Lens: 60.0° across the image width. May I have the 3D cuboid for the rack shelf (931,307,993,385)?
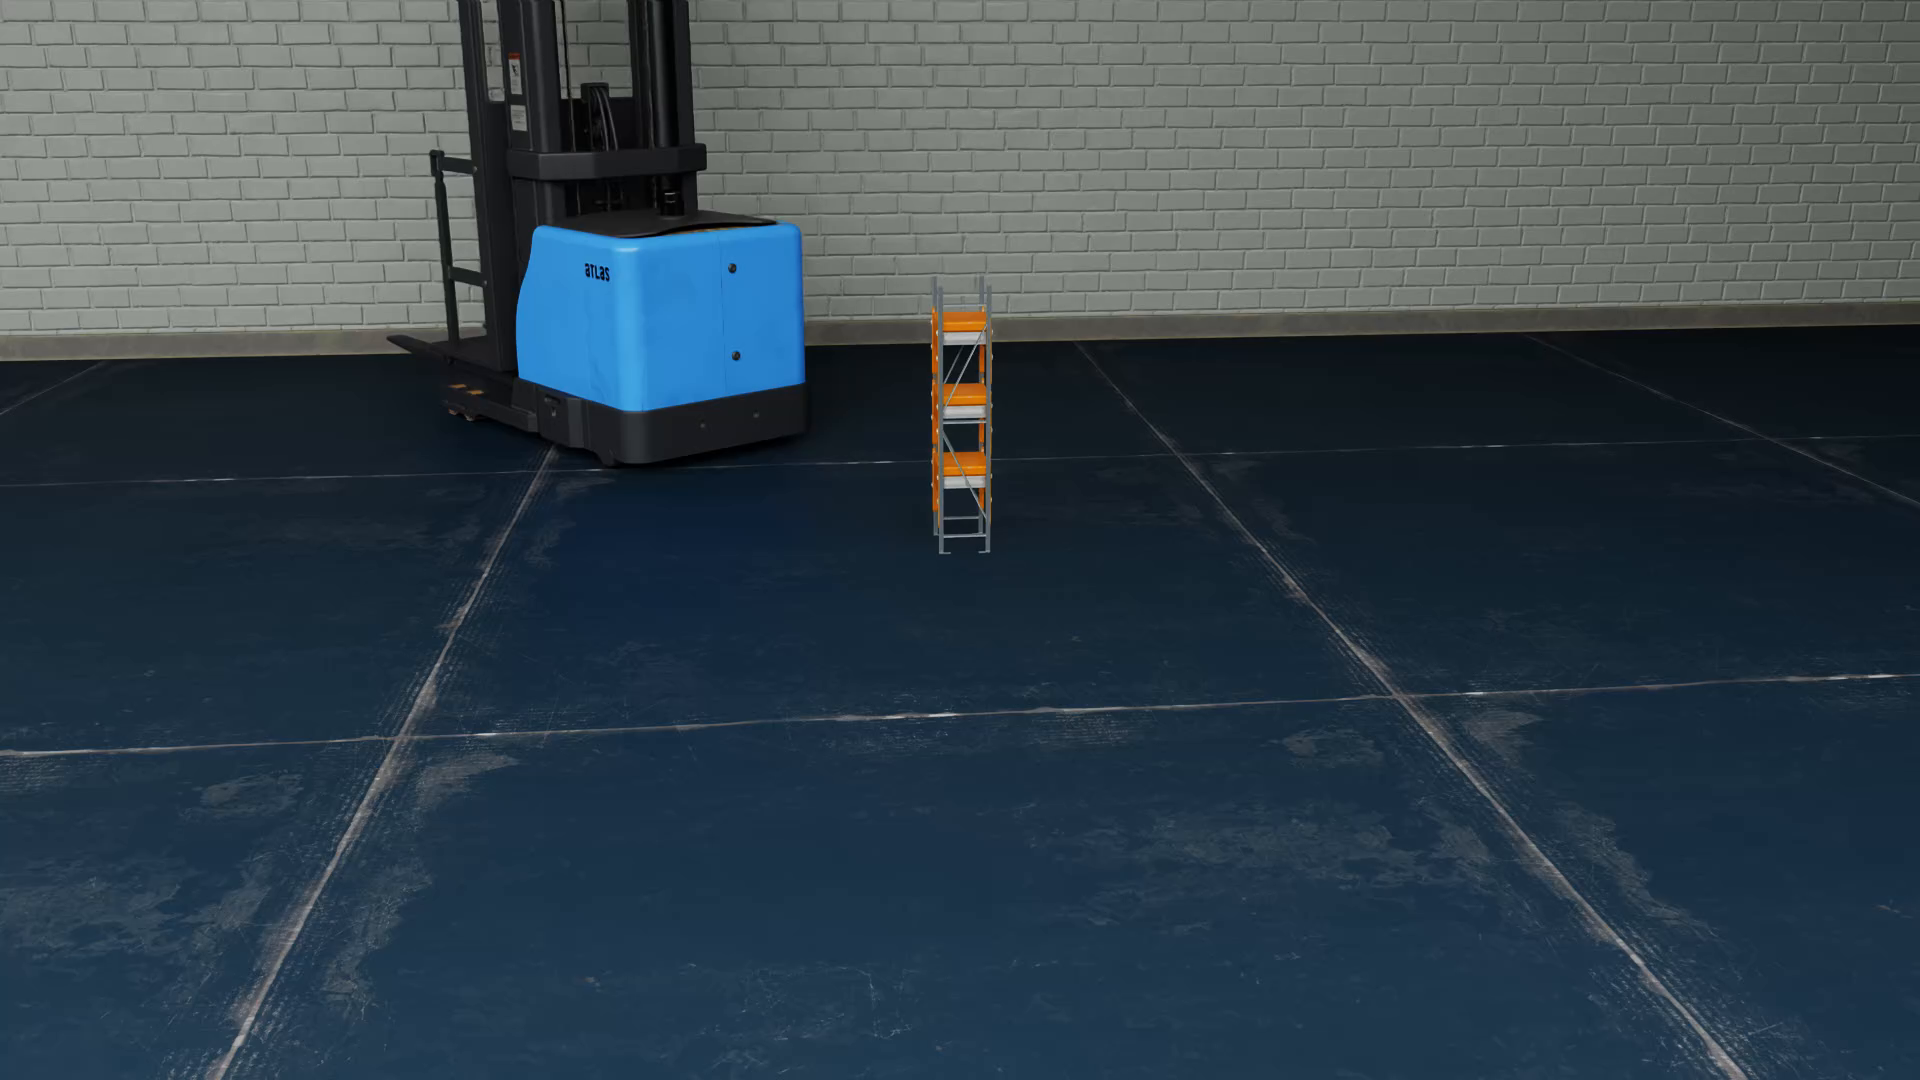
[{"bbox_3d":[0.005,-0.746,6.387,0.215,0.259,0.240,-2,18,-6],"label":"rack shelf"}]

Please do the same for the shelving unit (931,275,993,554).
[{"bbox_3d":[0.006,-0.485,6.469,0.215,1.050,0.252,-2,18,-6],"label":"shelving unit"}]

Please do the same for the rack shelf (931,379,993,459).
[{"bbox_3d":[0.006,-0.475,6.472,0.215,0.259,0.240,-2,18,-6],"label":"rack shelf"}]

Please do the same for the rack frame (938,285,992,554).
[{"bbox_3d":[0.018,-0.449,6.353,0.200,1.050,0.008,-2,18,-6],"label":"rack frame"}]

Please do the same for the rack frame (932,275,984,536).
[{"bbox_3d":[-0.007,-0.521,6.585,0.200,1.050,0.008,-2,18,-6],"label":"rack frame"}]

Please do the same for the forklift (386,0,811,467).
[{"bbox_3d":[-2.093,-2.102,8.480,1.130,2.935,3.031,-15,23,-40],"label":"forklift"}]

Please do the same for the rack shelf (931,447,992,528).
[{"bbox_3d":[0.006,-0.210,6.555,0.215,0.259,0.240,-2,18,-6],"label":"rack shelf"}]
